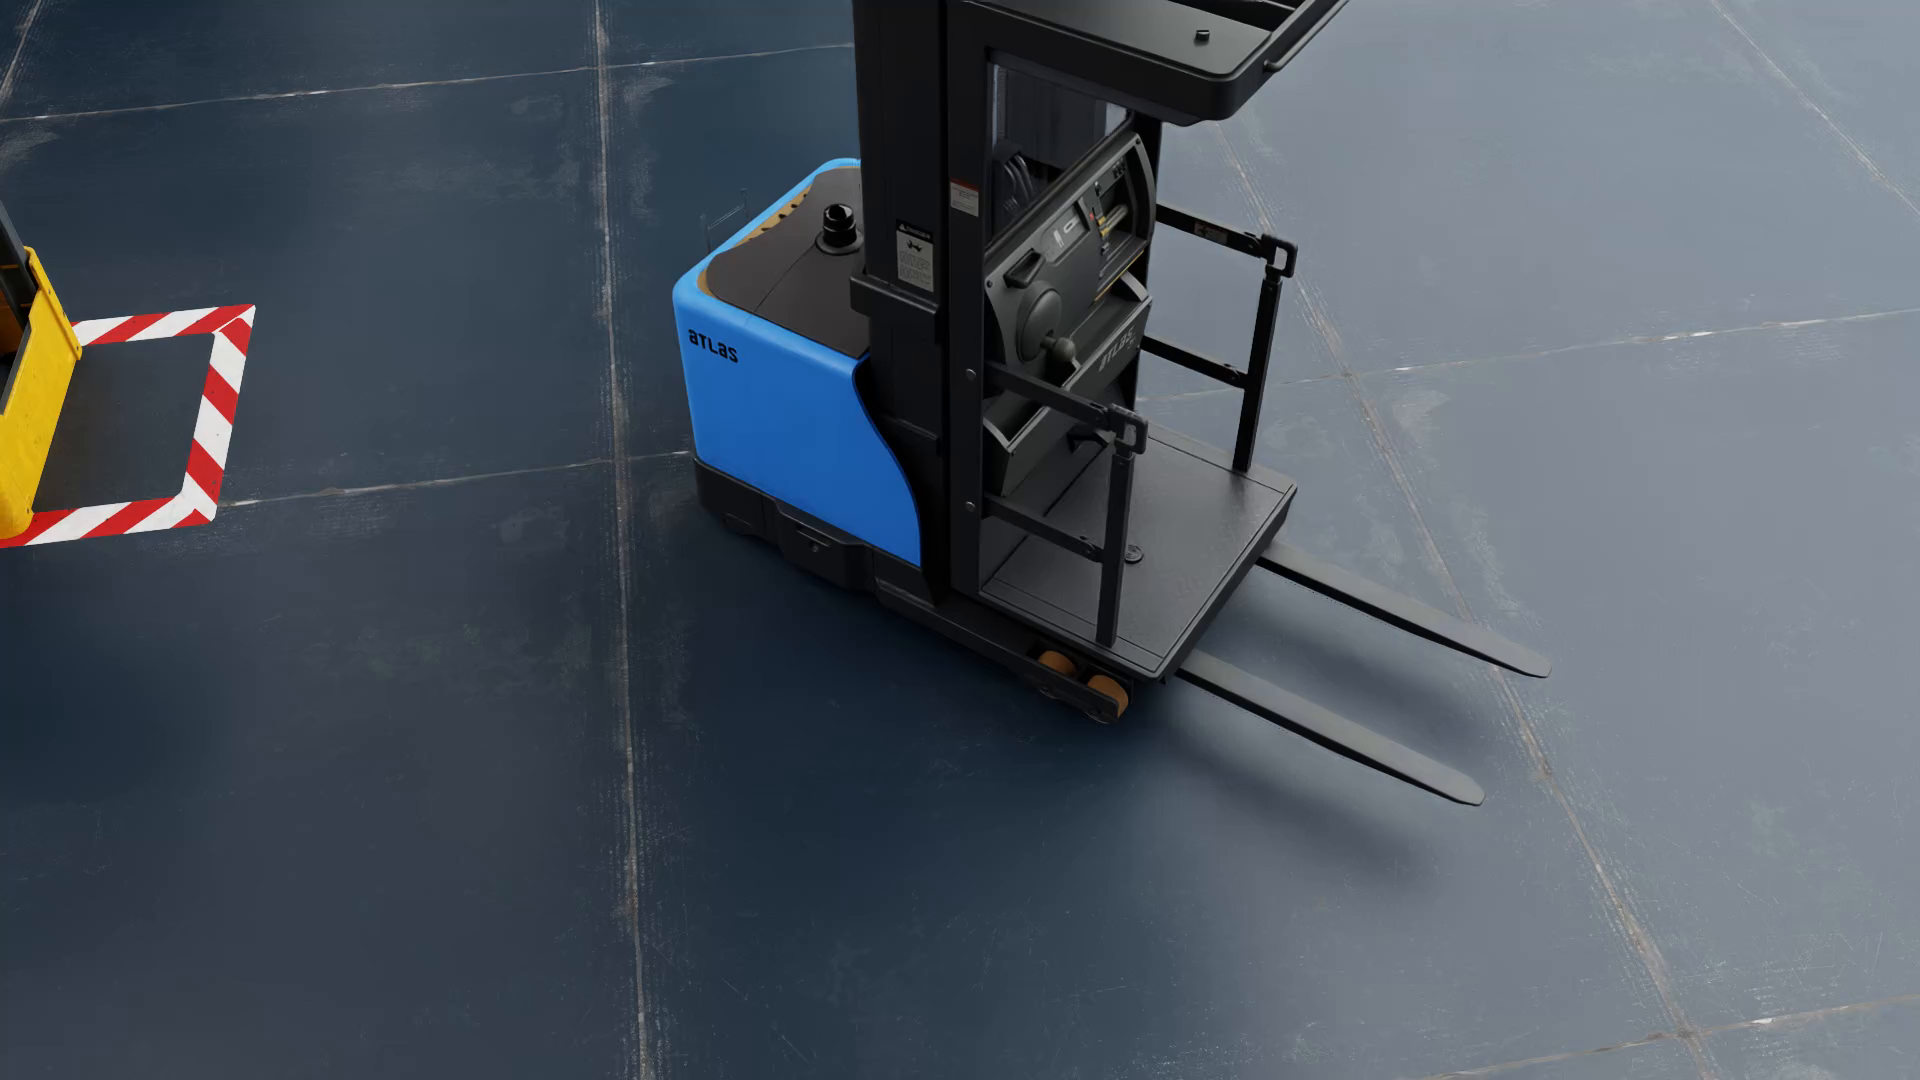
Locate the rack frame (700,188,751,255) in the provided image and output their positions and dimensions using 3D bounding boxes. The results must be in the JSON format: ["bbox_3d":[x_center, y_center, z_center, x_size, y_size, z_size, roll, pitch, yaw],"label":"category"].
[{"bbox_3d":[-0.857,-0.936,6.528,0.006,0.900,0.240,26,51,29],"label":"rack frame"}]

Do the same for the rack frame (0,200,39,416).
[{"bbox_3d":[-3.719,-1.490,5.603,0.127,3.000,1.000,-7,46,-7],"label":"rack frame"}]

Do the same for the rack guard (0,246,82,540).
[{"bbox_3d":[-3.786,-0.580,6.462,0.348,0.500,1.175,-7,46,-7],"label":"rack guard"}]

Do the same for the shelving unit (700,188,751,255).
[{"bbox_3d":[-0.777,-0.897,6.479,0.210,0.900,0.258,26,51,29],"label":"shelving unit"}]

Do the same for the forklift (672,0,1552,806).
[{"bbox_3d":[0.523,-0.836,5.020,3.031,2.935,1.130,25,51,22],"label":"forklift"}]
